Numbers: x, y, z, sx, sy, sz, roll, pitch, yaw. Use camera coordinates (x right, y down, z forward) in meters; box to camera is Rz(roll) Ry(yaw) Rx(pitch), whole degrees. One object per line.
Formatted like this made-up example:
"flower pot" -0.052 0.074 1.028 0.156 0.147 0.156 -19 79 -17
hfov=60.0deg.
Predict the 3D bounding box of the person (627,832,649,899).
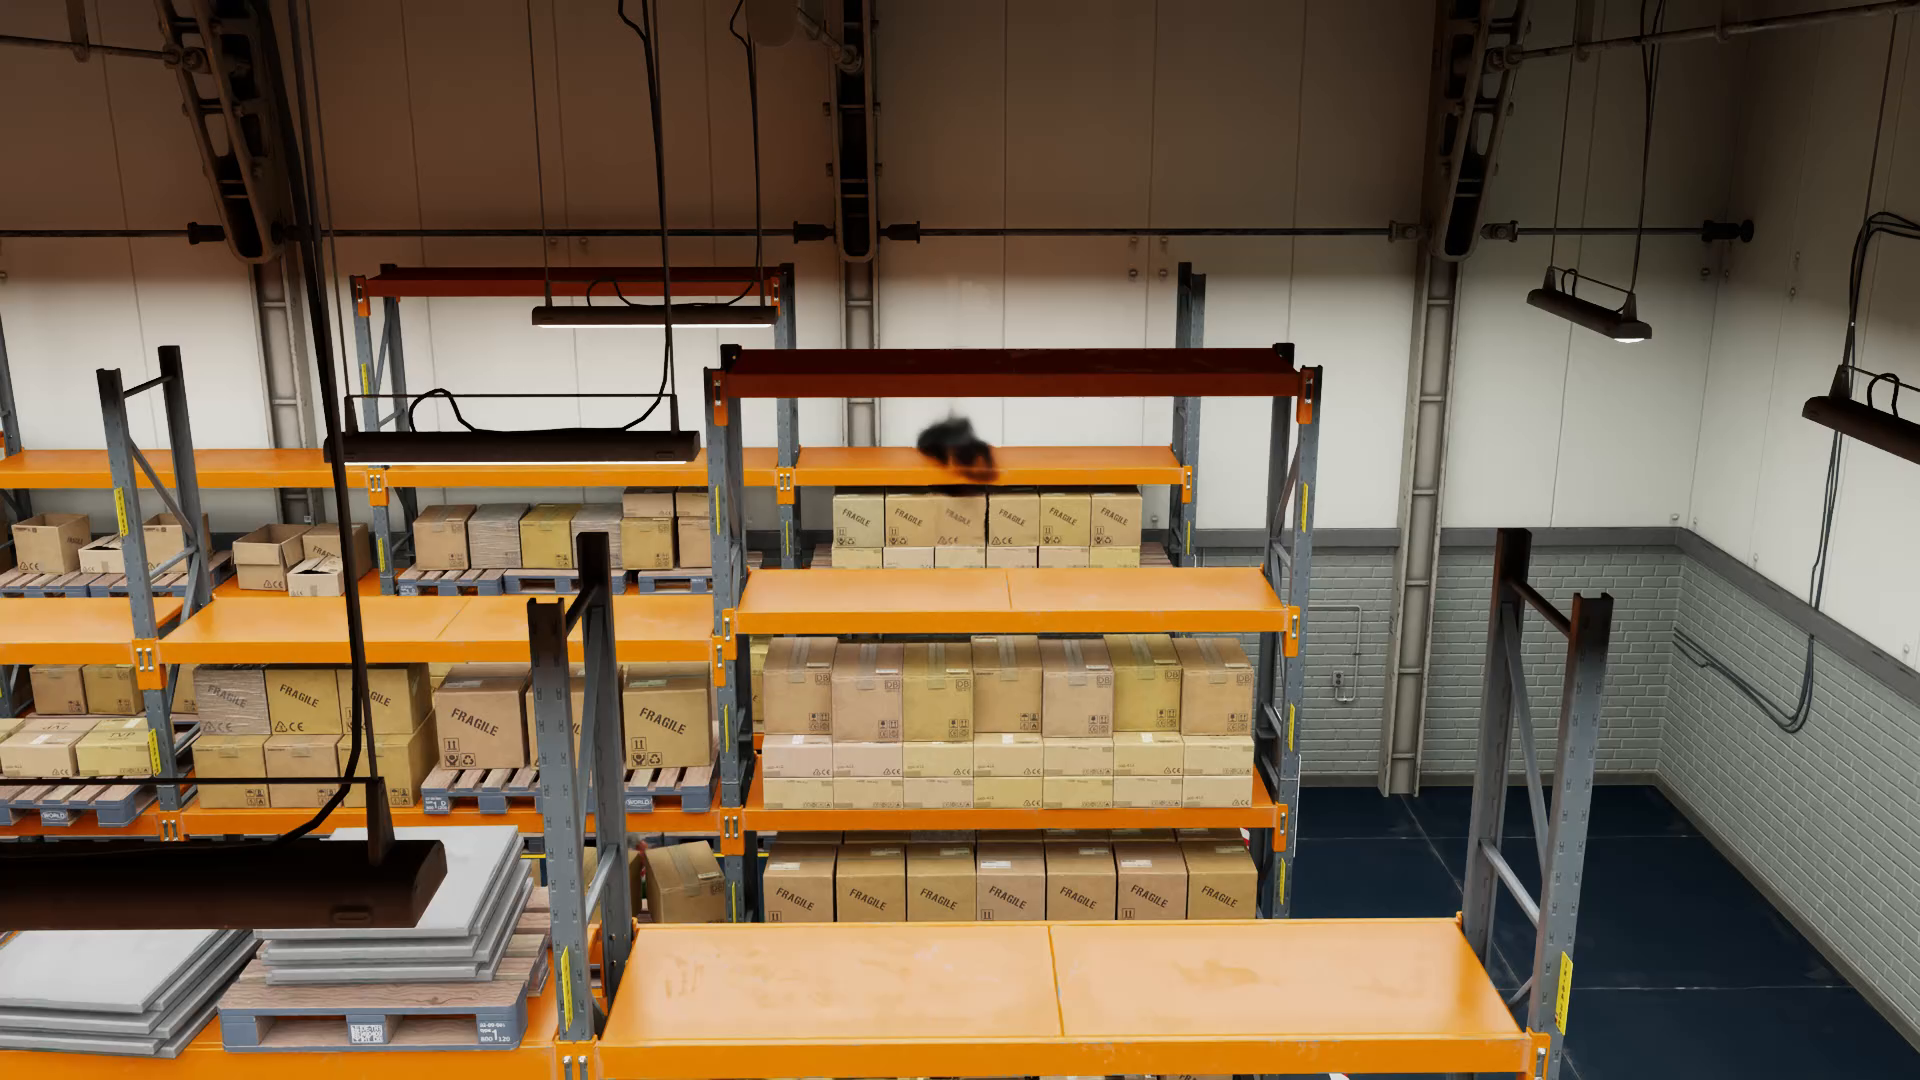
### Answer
"person" -2.855 2.910 14.386 0.950 1.793 0.684 -1 16 -5
